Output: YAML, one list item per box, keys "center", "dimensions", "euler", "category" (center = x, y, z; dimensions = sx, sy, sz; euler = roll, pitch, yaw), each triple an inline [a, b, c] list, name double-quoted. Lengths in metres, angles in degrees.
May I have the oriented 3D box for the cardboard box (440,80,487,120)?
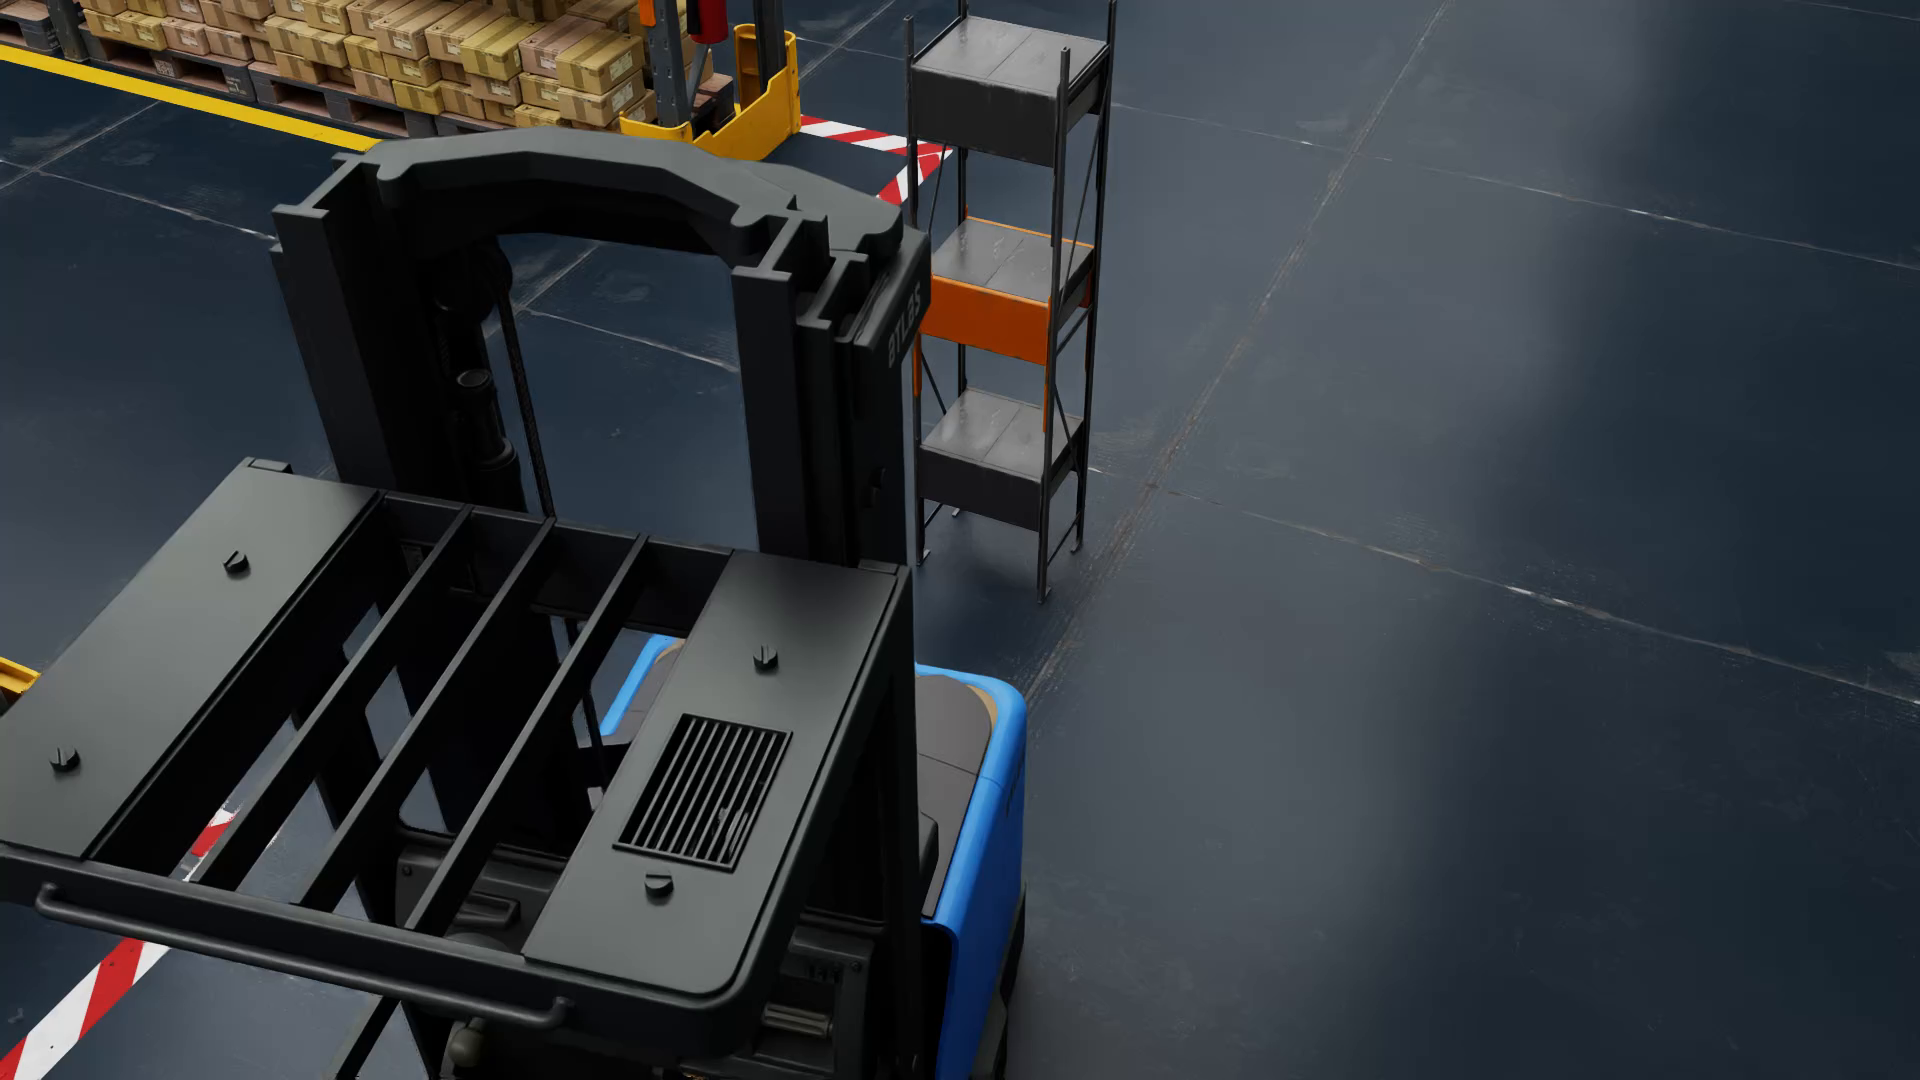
- center: [-2.420, -2.308, 8.478]
  dimensions: [0.250, 0.149, 0.380]
  euler: [17, 44, 19]
  category: "cardboard box"

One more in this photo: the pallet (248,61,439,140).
- center: [-3.039, -2.560, 9.043]
  dimensions: [1.213, 0.211, 1.003]
  euler: [17, 44, 19]
  category: "pallet"

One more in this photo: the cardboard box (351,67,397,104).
- center: [-2.917, -2.429, 8.618]
  dimensions: [0.250, 0.149, 0.380]
  euler: [18, 44, 19]
  category: "cardboard box"

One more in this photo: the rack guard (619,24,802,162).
- center: [-1.216, -2.085, 8.274]
  dimensions: [0.348, 0.500, 1.175]
  euler: [17, 44, 19]
  category: "rack guard"

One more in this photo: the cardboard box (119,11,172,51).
- center: [-4.337, -2.832, 9.083]
  dimensions: [0.250, 0.149, 0.380]
  euler: [18, 44, 20]
  category: "cardboard box"

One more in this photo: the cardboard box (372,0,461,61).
- center: [-2.701, -2.561, 8.317]
  dimensions: [0.250, 0.149, 0.380]
  euler: [19, 44, 20]
  category: "cardboard box"

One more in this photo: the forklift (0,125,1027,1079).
- center: [-0.668, 0.923, 2.947]
  dimensions: [1.130, 2.935, 3.031]
  euler: [9, 42, 10]
  category: "forklift"

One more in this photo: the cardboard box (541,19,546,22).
- center: [-2.183, -2.760, 8.773]
  dimensions: [0.250, 0.149, 0.380]
  euler: [18, 44, 20]
  category: "cardboard box"

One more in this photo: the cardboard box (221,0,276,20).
- center: [-3.631, -2.874, 8.677]
  dimensions: [0.250, 0.149, 0.380]
  euler: [18, 44, 20]
  category: "cardboard box"

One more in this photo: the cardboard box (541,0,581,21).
- center: [-1.953, -2.812, 8.606]
  dimensions: [0.250, 0.149, 0.380]
  euler: [17, 44, 19]
  category: "cardboard box"

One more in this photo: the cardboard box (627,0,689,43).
- center: [-1.478, -2.661, 8.432]
  dimensions: [0.250, 0.149, 0.380]
  euler: [15, 43, 17]
  category: "cardboard box"

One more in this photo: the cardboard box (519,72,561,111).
- center: [-1.960, -2.283, 8.223]
  dimensions: [0.250, 0.149, 0.380]
  euler: [16, 43, 18]
  category: "cardboard box"

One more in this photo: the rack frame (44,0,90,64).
- center: [-4.772, -4.116, 8.708]
  dimensions: [0.127, 3.000, 1.000]
  euler: [17, 44, 19]
  category: "rack frame"

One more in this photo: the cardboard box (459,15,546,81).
- center: [-2.226, -2.411, 8.143]
  dimensions: [0.250, 0.149, 0.380]
  euler: [16, 43, 18]
  category: "cardboard box"

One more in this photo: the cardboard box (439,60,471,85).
- center: [-2.418, -2.457, 8.424]
  dimensions: [0.250, 0.149, 0.380]
  euler: [16, 44, 18]
  category: "cardboard box"

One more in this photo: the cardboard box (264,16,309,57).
- center: [-3.391, -2.682, 8.684]
  dimensions: [0.250, 0.149, 0.380]
  euler: [17, 44, 18]
  category: "cardboard box"

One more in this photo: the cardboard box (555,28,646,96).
- center: [-1.734, -2.311, 8.027]
  dimensions: [0.250, 0.149, 0.380]
  euler: [17, 44, 19]
  category: "cardboard box"

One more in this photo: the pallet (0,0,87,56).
- center: [-5.478, -3.277, 9.870]
  dimensions: [1.213, 0.211, 1.003]
  euler: [17, 44, 19]
  category: "pallet"

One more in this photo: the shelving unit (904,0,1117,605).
- center: [0.150, -0.748, 5.509]
  dimensions: [0.503, 2.100, 0.431]
  euler: [17, 44, 19]
  category: "shelving unit"

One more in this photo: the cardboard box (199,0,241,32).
- center: [-3.832, -2.880, 8.912]
  dimensions: [0.250, 0.149, 0.380]
  euler: [15, 43, 16]
  category: "cardboard box"

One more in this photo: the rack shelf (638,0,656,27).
- center: [-2.960, -3.290, 8.305]
  dimensions: [4.000, 0.370, 1.077]
  euler: [17, 44, 19]
  category: "rack shelf"

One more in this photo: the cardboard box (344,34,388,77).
- center: [-2.917, -2.539, 8.519]
  dimensions: [0.250, 0.149, 0.380]
  euler: [19, 44, 21]
  category: "cardboard box"

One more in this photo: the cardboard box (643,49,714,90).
- center: [-1.487, -2.425, 8.613]
  dimensions: [0.250, 0.149, 0.380]
  euler: [18, 44, 19]
  category: "cardboard box"

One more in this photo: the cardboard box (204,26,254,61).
- center: [-3.838, -2.754, 8.993]
  dimensions: [0.250, 0.149, 0.380]
  euler: [16, 43, 18]
  category: "cardboard box"

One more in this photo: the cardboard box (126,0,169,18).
- center: [-4.312, -3.003, 9.053]
  dimensions: [0.250, 0.149, 0.380]
  euler: [17, 44, 19]
  category: "cardboard box"

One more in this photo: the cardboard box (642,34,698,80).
- center: [-1.513, -2.500, 8.472]
  dimensions: [0.250, 0.149, 0.380]
  euler: [19, 44, 20]
  category: "cardboard box"

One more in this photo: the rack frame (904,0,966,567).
- center: [-0.071, -0.815, 5.587]
  dimensions: [0.015, 2.100, 0.400]
  euler: [17, 44, 19]
  category: "rack frame"

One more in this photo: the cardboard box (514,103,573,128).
- center: [-1.988, -2.123, 8.265]
  dimensions: [0.250, 0.149, 0.380]
  euler: [18, 44, 20]
  category: "cardboard box"

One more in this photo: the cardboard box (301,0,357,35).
- center: [-3.142, -2.756, 8.541]
  dimensions: [0.250, 0.149, 0.380]
  euler: [17, 44, 19]
  category: "cardboard box"

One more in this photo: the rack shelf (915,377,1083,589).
- center: [0.150, -0.208, 5.977]
  dimensions: [0.480, 0.518, 0.431]
  euler: [17, 44, 19]
  category: "rack shelf"

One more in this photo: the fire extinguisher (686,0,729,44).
- center: [-1.114, -2.494, 7.181]
  dimensions: [0.183, 0.674, 0.296]
  euler: [17, 44, 19]
  category: "fire extinguisher"

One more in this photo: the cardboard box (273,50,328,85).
- center: [-3.385, -2.571, 8.782]
  dimensions: [0.250, 0.149, 0.380]
  euler: [16, 43, 17]
  category: "cardboard box"

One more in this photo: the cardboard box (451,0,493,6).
- center: [-2.460, -2.914, 8.723]
  dimensions: [0.250, 0.149, 0.380]
  euler: [19, 44, 20]
  category: "cardboard box"
